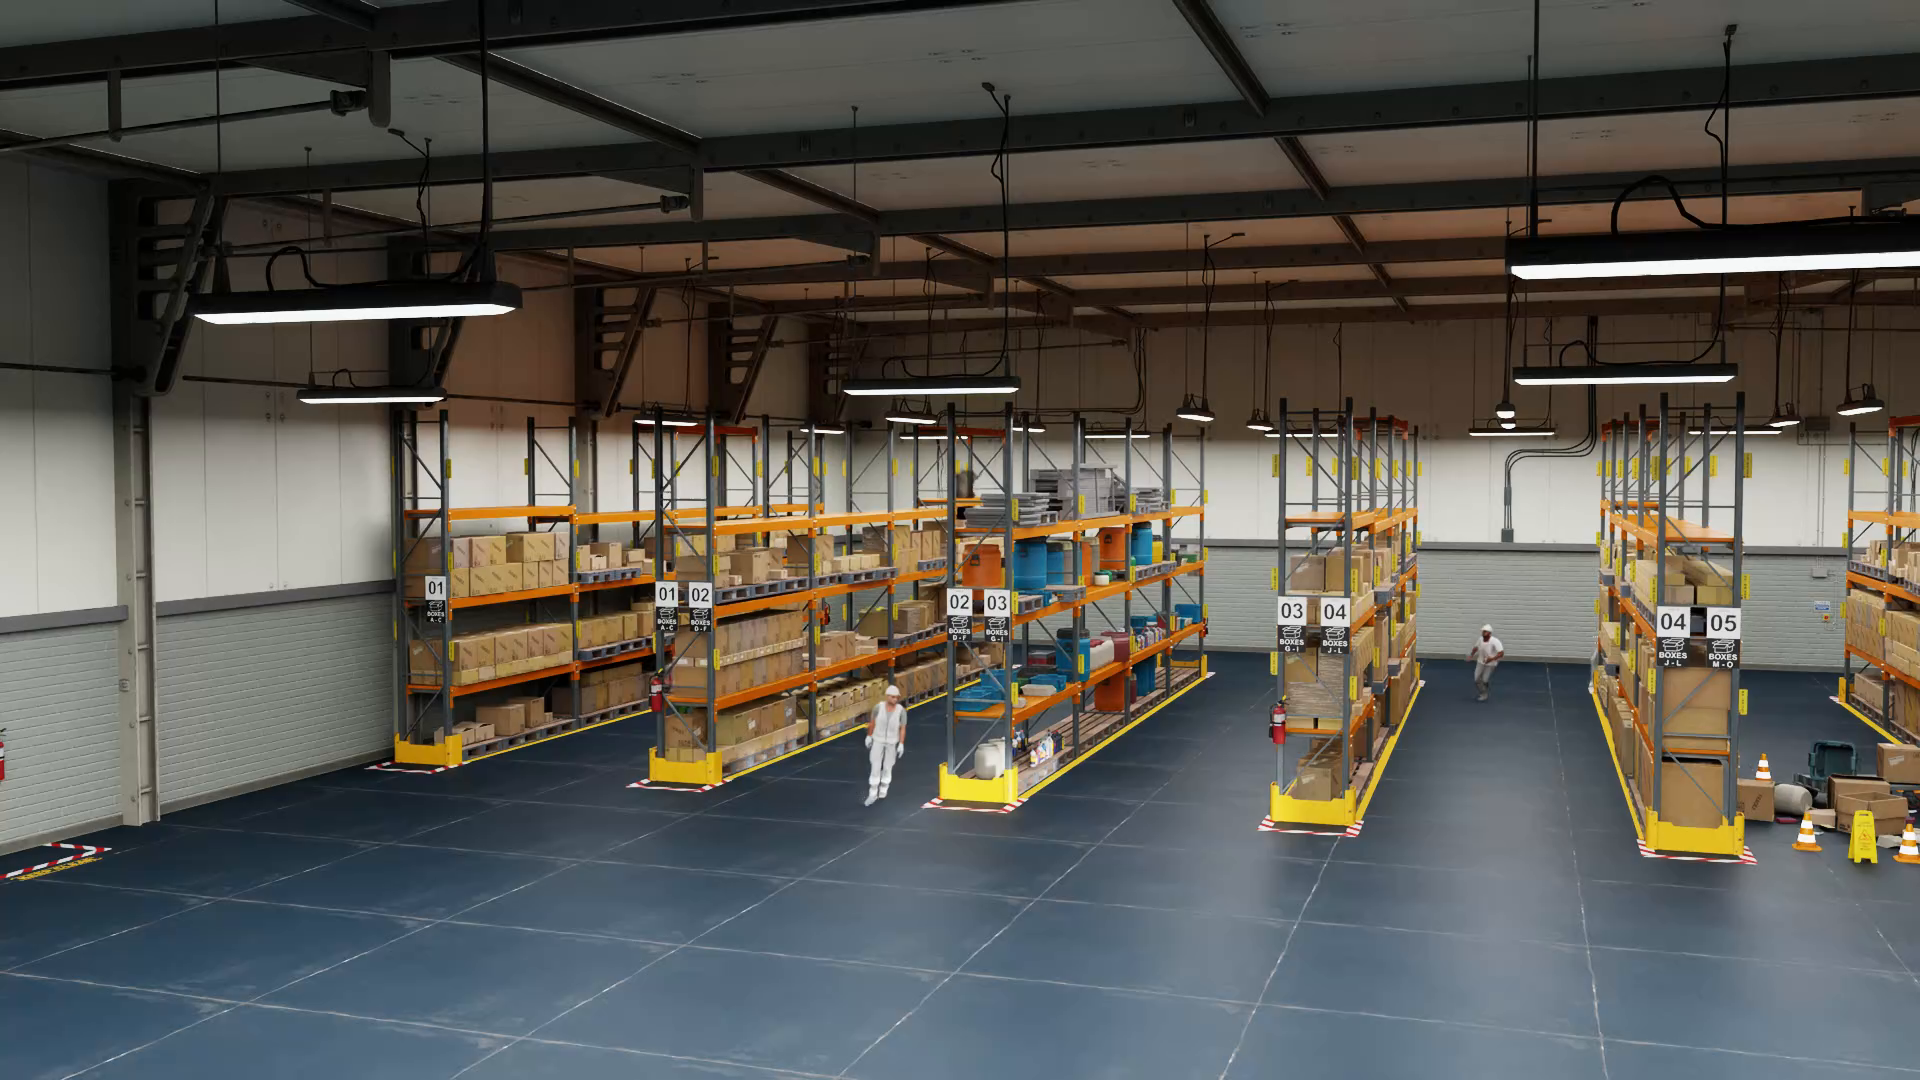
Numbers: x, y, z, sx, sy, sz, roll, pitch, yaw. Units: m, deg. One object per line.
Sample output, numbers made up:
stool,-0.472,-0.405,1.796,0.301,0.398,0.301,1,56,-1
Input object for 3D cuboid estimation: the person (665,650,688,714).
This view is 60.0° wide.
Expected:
person,-5.083,2.823,30.119,0.620,1.763,0.856,0,2,5

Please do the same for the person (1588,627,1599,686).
person,14.864,2.523,38.313,0.767,1.720,0.540,-1,3,-17

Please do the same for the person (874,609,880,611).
person,-1.924,2.470,39.370,0.679,1.704,0.589,-1,3,-16

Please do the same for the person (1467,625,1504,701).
person,11.356,2.652,35.841,0.792,1.670,0.540,2,3,42

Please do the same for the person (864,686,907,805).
person,-1.130,3.055,24.977,0.648,1.777,0.621,0,2,-6
